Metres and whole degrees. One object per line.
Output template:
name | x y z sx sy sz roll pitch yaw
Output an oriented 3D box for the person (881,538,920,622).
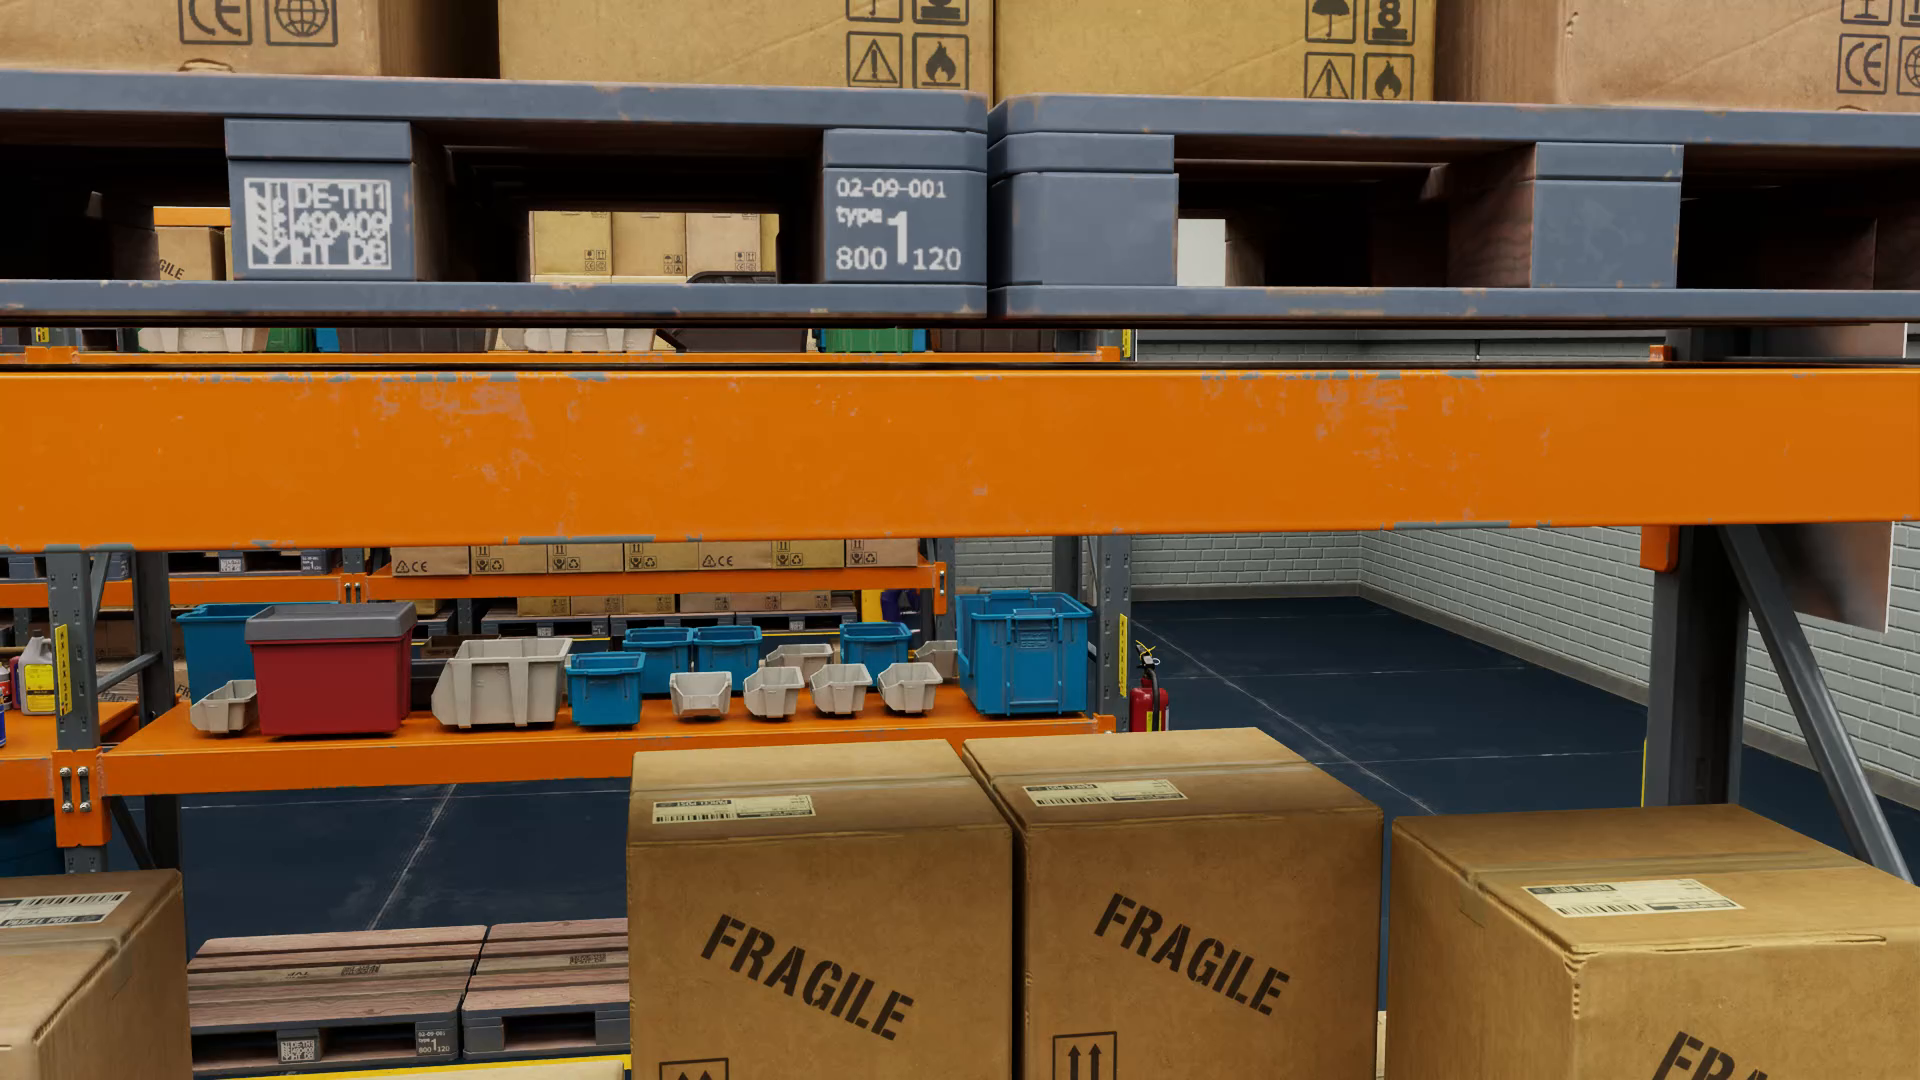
person | -0.530 0.239 15.409 0.784 1.636 0.722 -4 8 -33
